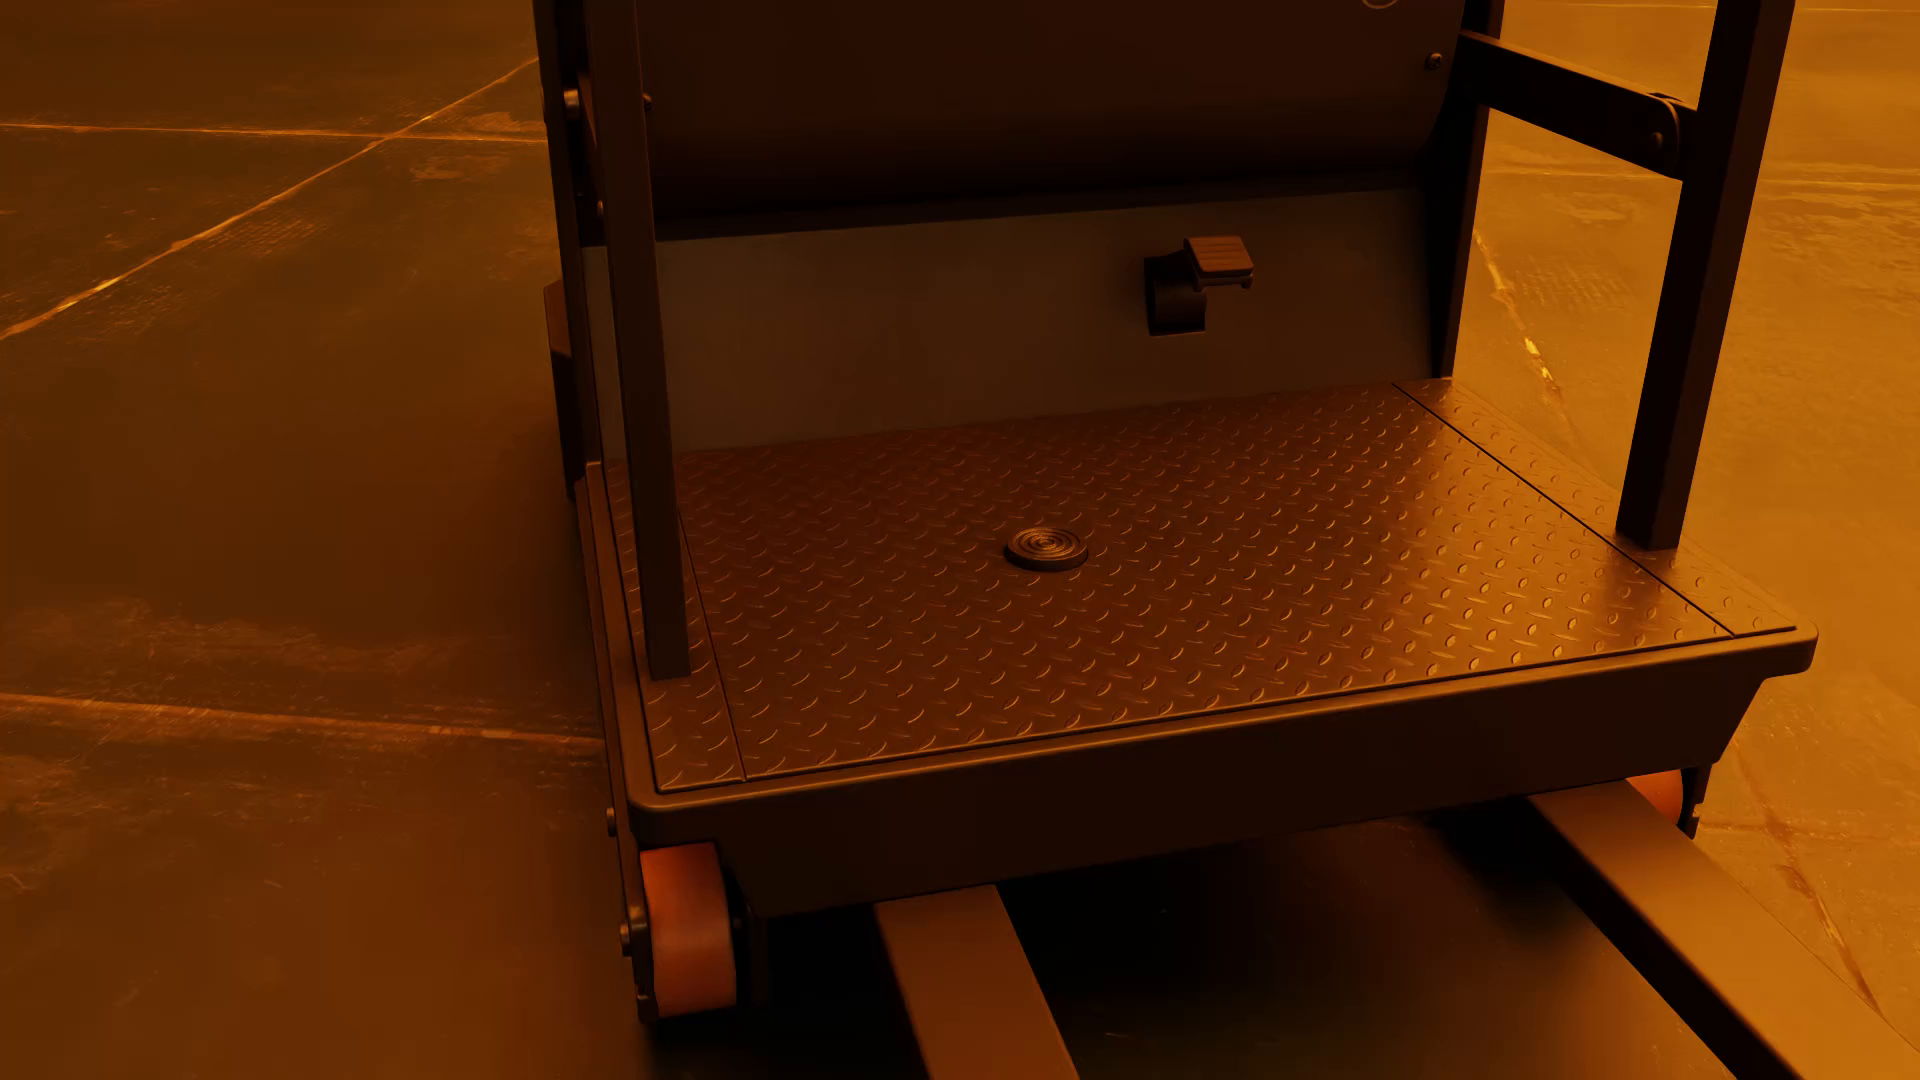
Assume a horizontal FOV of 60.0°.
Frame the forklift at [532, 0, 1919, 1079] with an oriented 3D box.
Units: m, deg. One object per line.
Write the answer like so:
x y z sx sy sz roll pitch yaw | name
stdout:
0.153 -1.049 1.319 1.130 2.935 3.031 -7 27 -13 | forklift
